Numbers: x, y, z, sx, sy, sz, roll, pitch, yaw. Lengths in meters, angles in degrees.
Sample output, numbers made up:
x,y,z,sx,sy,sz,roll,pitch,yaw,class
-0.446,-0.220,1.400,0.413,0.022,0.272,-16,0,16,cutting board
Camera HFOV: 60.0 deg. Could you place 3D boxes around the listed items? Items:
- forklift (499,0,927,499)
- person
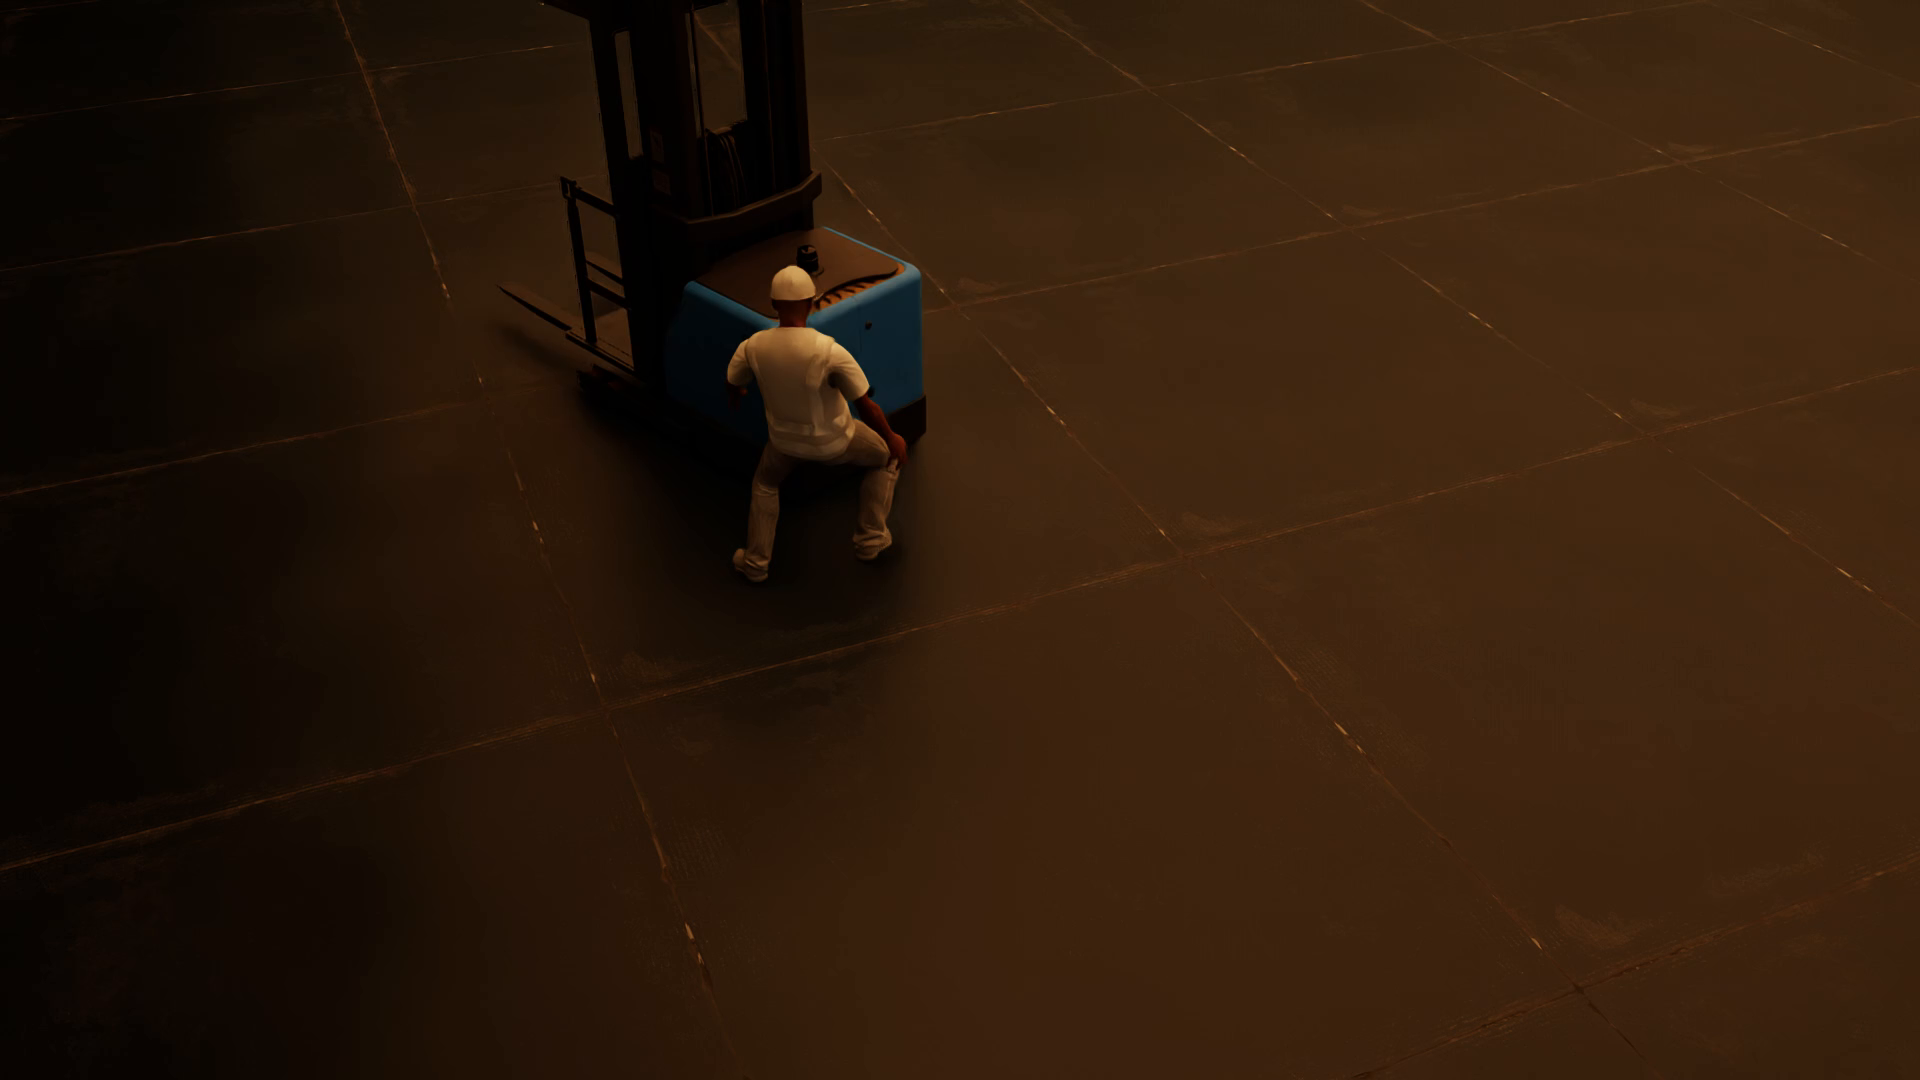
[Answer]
x,y,z,sx,sy,sz,roll,pitch,yaw,class
-1.598,-2.154,9.128,3.031,2.935,1.130,29,45,35,forklift
-0.728,-0.570,8.034,1.004,1.647,0.642,13,37,17,person
